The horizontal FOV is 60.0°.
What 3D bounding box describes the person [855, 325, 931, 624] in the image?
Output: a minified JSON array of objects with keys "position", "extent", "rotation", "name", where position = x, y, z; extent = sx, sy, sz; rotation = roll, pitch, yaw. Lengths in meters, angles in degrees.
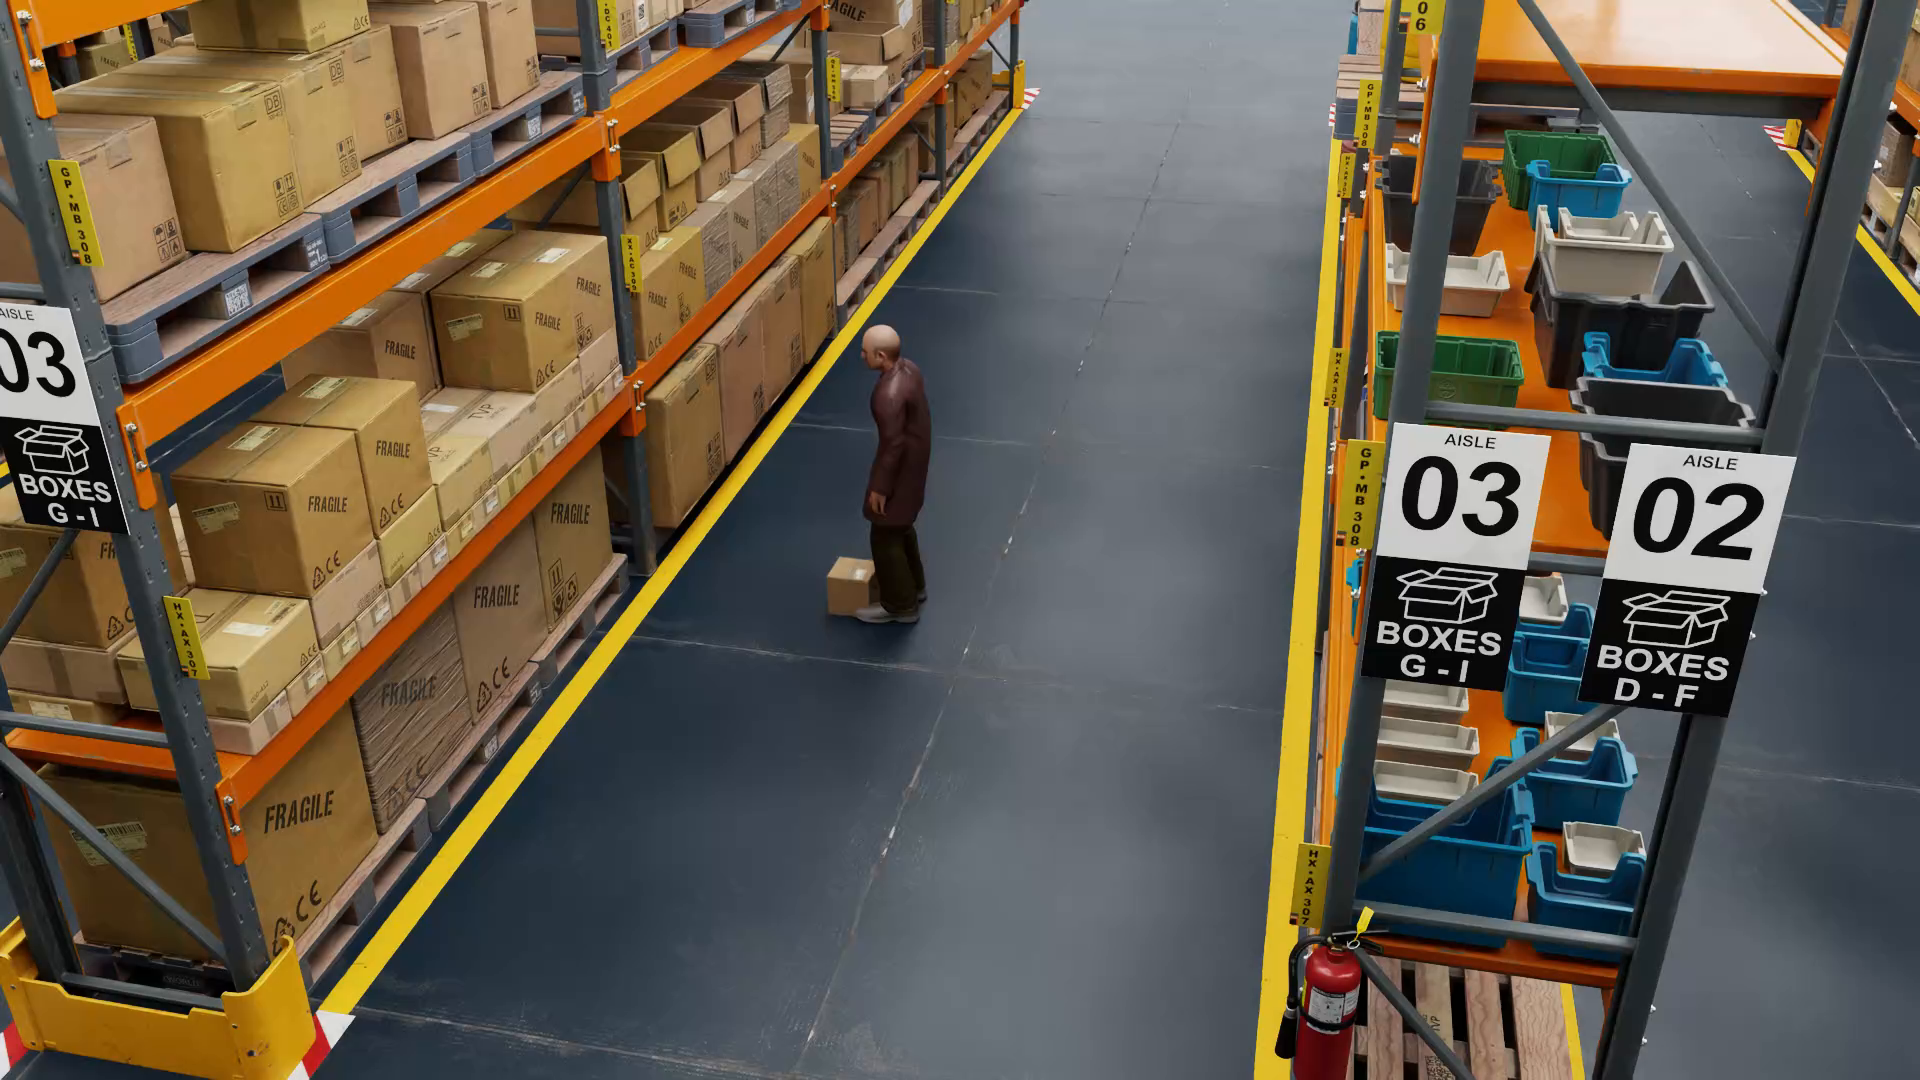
[{"position":[-0.374,-0.372,9.328],"extent":[0.427,1.773,0.628],"rotation":[5,29,9],"name":"person"}]
